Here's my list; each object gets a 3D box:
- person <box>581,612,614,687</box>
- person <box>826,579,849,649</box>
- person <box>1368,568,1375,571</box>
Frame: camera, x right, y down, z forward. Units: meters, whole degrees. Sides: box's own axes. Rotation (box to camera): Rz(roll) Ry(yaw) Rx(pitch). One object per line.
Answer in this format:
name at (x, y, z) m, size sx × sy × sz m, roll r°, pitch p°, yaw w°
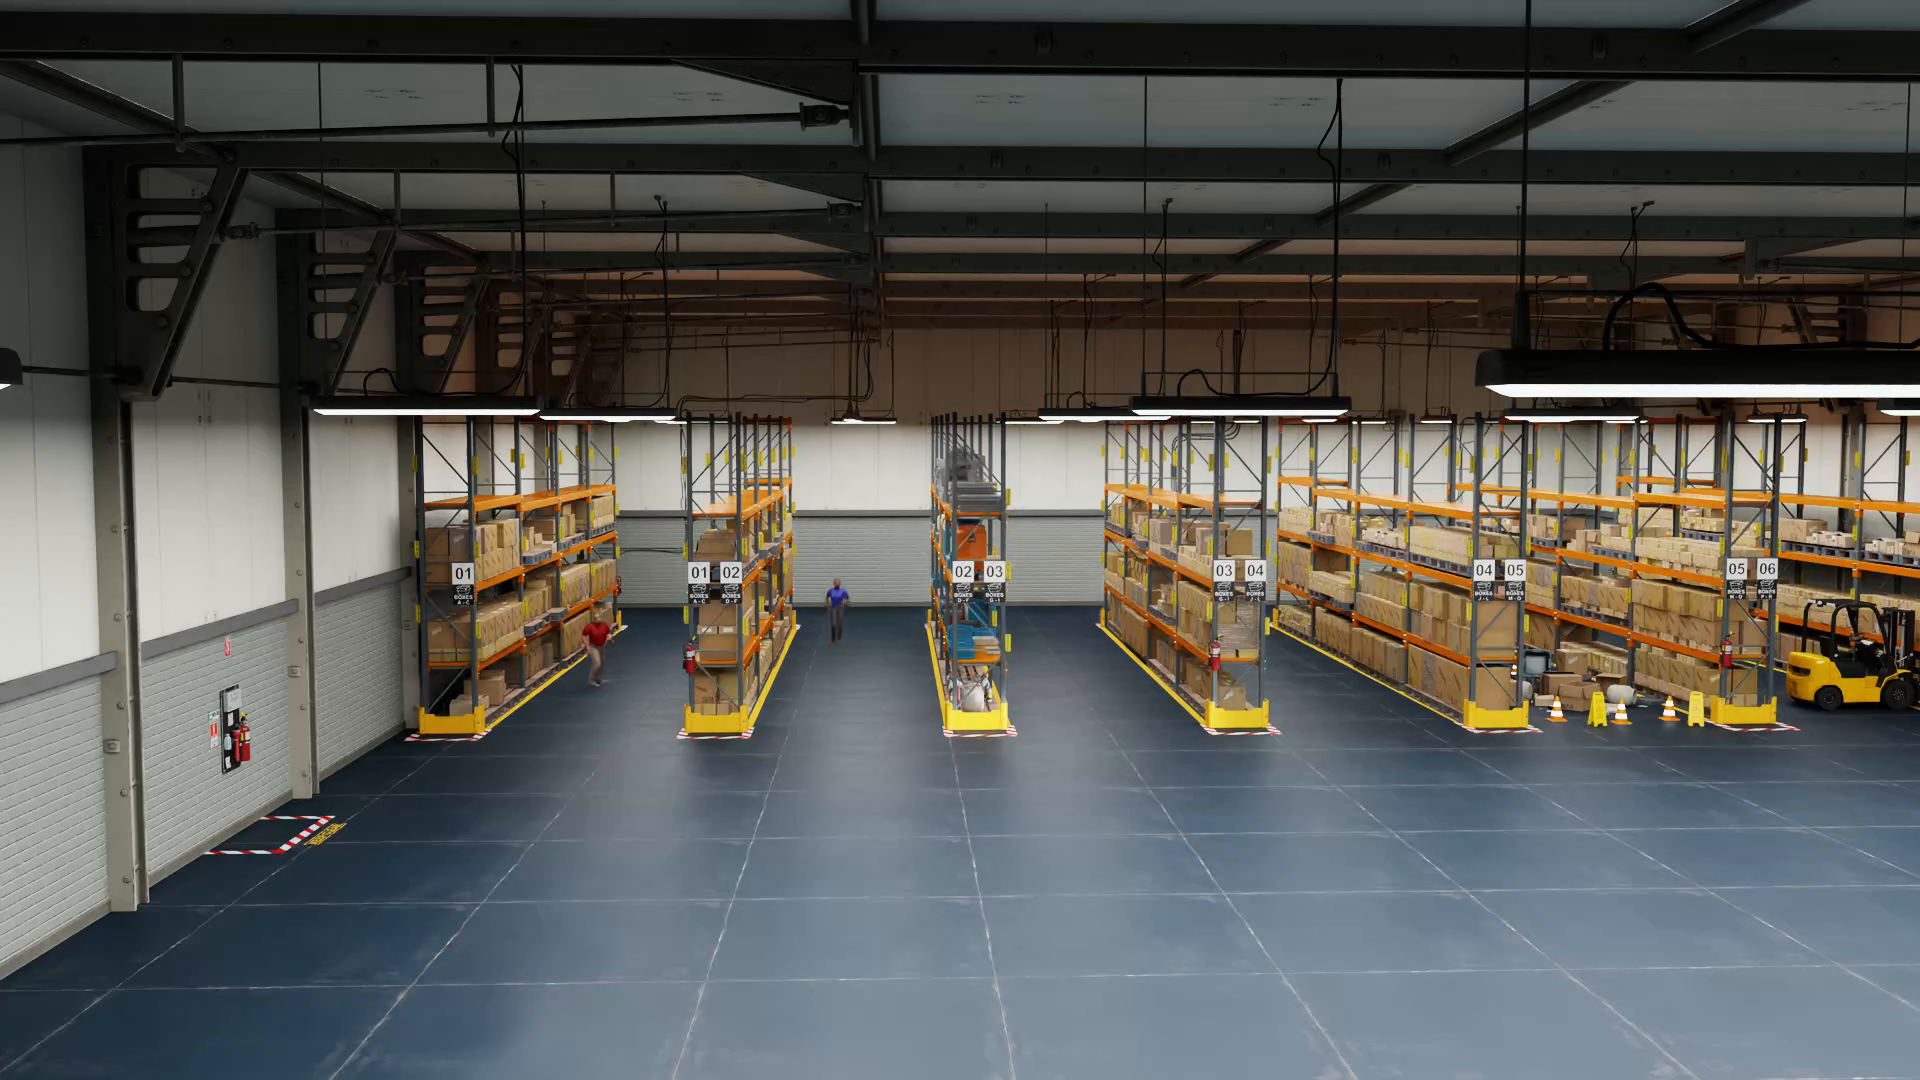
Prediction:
person at (-7.978, 2.418, 36.790) m, size 0.816 × 1.673 × 0.702 m, roll 3°, pitch 5°, yaw 37°
person at (-3.036, 1.824, 41.344) m, size 0.582 × 1.743 × 0.706 m, roll 0°, pitch 4°, yaw -5°
person at (11.595, 1.680, 46.599) m, size 0.653 × 1.768 × 0.966 m, roll -2°, pitch 4°, yaw -23°
